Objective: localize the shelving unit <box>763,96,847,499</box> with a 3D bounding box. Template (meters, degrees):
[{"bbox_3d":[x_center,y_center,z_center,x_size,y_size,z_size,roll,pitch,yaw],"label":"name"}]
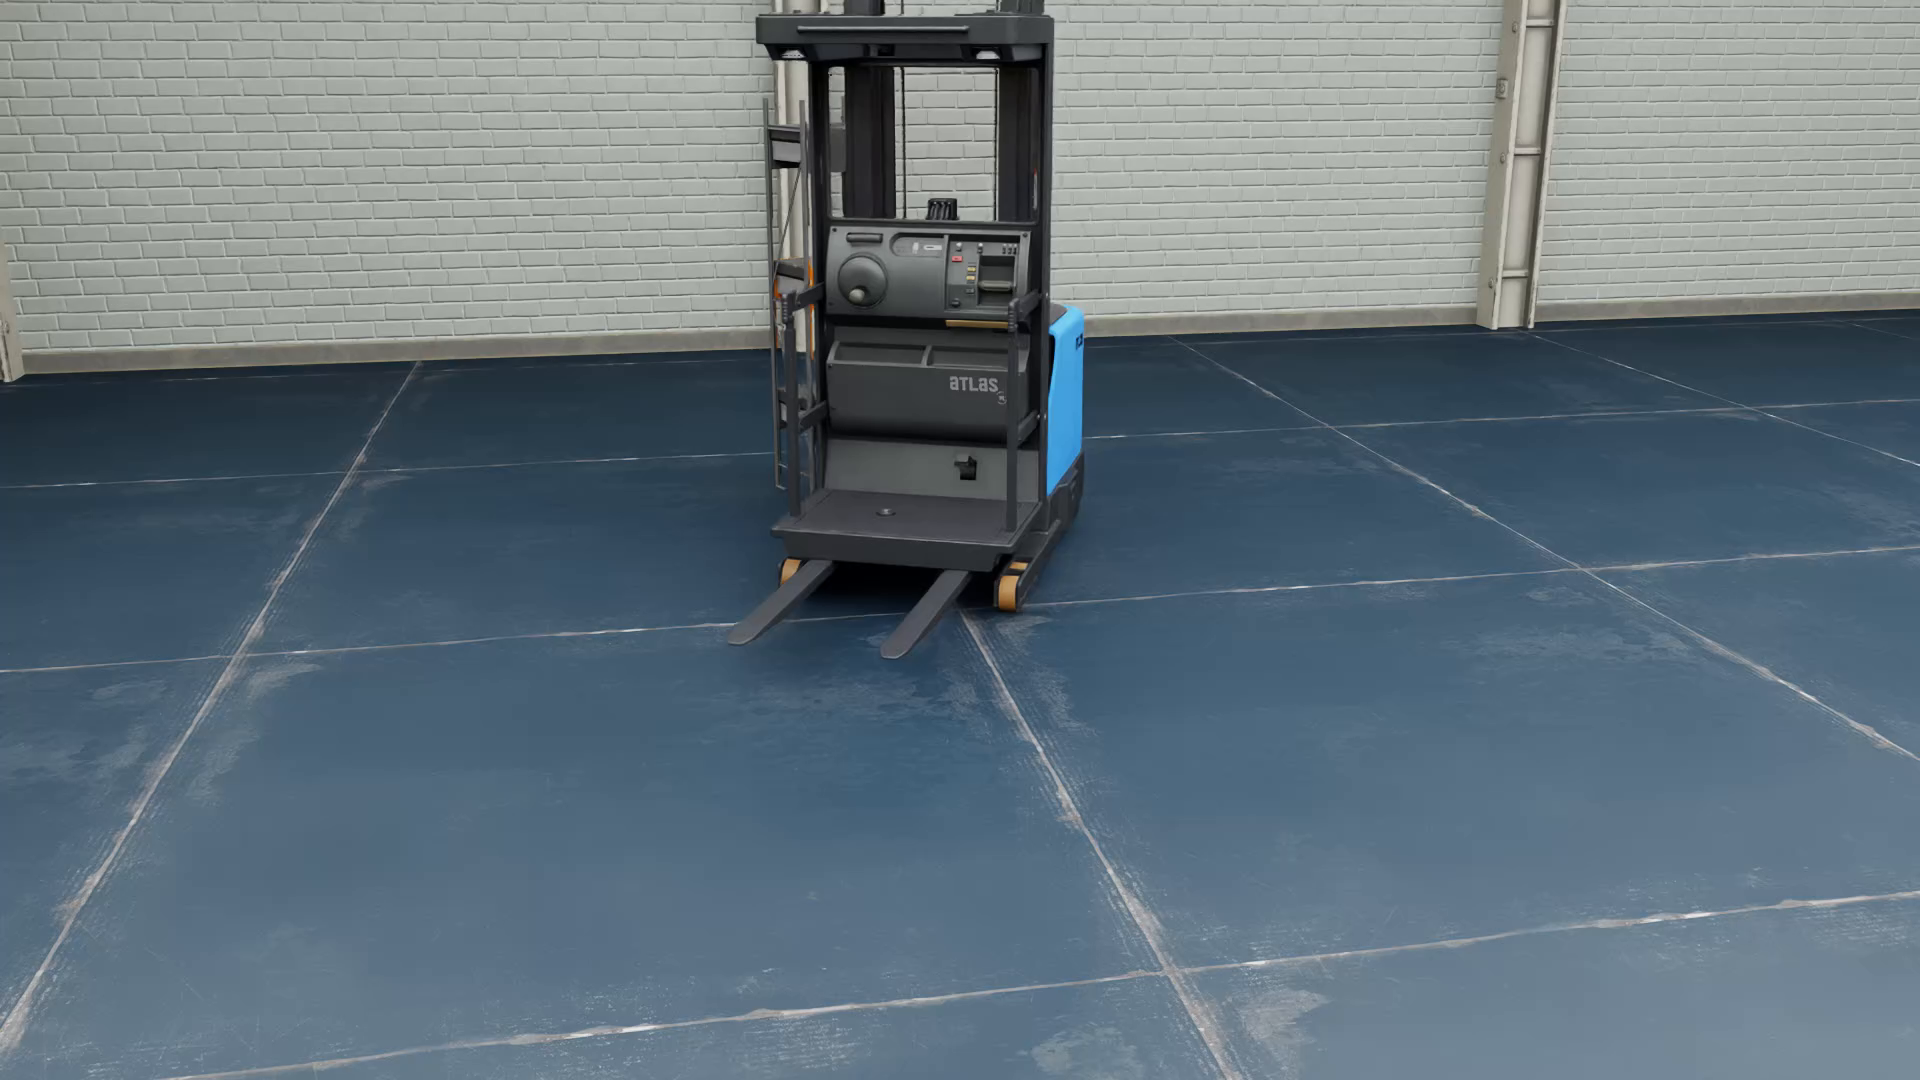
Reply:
[{"bbox_3d":[-0.707,-1.295,8.950,0.503,2.100,0.431,-12,21,-35],"label":"shelving unit"}]

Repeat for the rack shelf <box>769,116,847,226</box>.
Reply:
[{"bbox_3d":[-0.707,-1.951,8.749,0.480,0.518,0.431,-12,21,-35],"label":"rack shelf"}]

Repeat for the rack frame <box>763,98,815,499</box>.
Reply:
[{"bbox_3d":[-0.903,-1.252,8.812,0.015,2.100,0.400,-12,21,-35],"label":"rack frame"}]

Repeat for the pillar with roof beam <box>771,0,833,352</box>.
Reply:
[{"bbox_3d":[-0.386,-4.576,7.882,0.400,9.000,9.100,-3,17,-10],"label":"pillar with roof beam"}]

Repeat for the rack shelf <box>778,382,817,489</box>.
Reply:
[{"bbox_3d":[-0.707,-0.612,9.160,0.480,0.518,0.431,-12,21,-35],"label":"rack shelf"}]

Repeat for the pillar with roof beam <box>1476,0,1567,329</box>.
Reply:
[{"bbox_3d":[5.505,-4.910,8.970,0.400,9.000,9.100,-3,17,-10],"label":"pillar with roof beam"}]

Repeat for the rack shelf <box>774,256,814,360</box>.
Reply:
[{"bbox_3d":[-0.707,-1.282,8.954,0.480,0.518,0.431,-12,21,-35],"label":"rack shelf"}]

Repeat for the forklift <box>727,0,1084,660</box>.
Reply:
[{"bbox_3d":[-0.194,-1.207,7.248,1.130,2.935,3.031,4,18,13],"label":"forklift"}]

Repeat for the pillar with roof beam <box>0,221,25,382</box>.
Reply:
[{"bbox_3d":[-6.277,-4.241,6.794,0.400,9.000,9.100,-3,17,-10],"label":"pillar with roof beam"}]

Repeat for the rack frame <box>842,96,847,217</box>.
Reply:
[{"bbox_3d":[-0.511,-1.337,9.089,0.015,2.100,0.400,-12,21,-35],"label":"rack frame"}]
